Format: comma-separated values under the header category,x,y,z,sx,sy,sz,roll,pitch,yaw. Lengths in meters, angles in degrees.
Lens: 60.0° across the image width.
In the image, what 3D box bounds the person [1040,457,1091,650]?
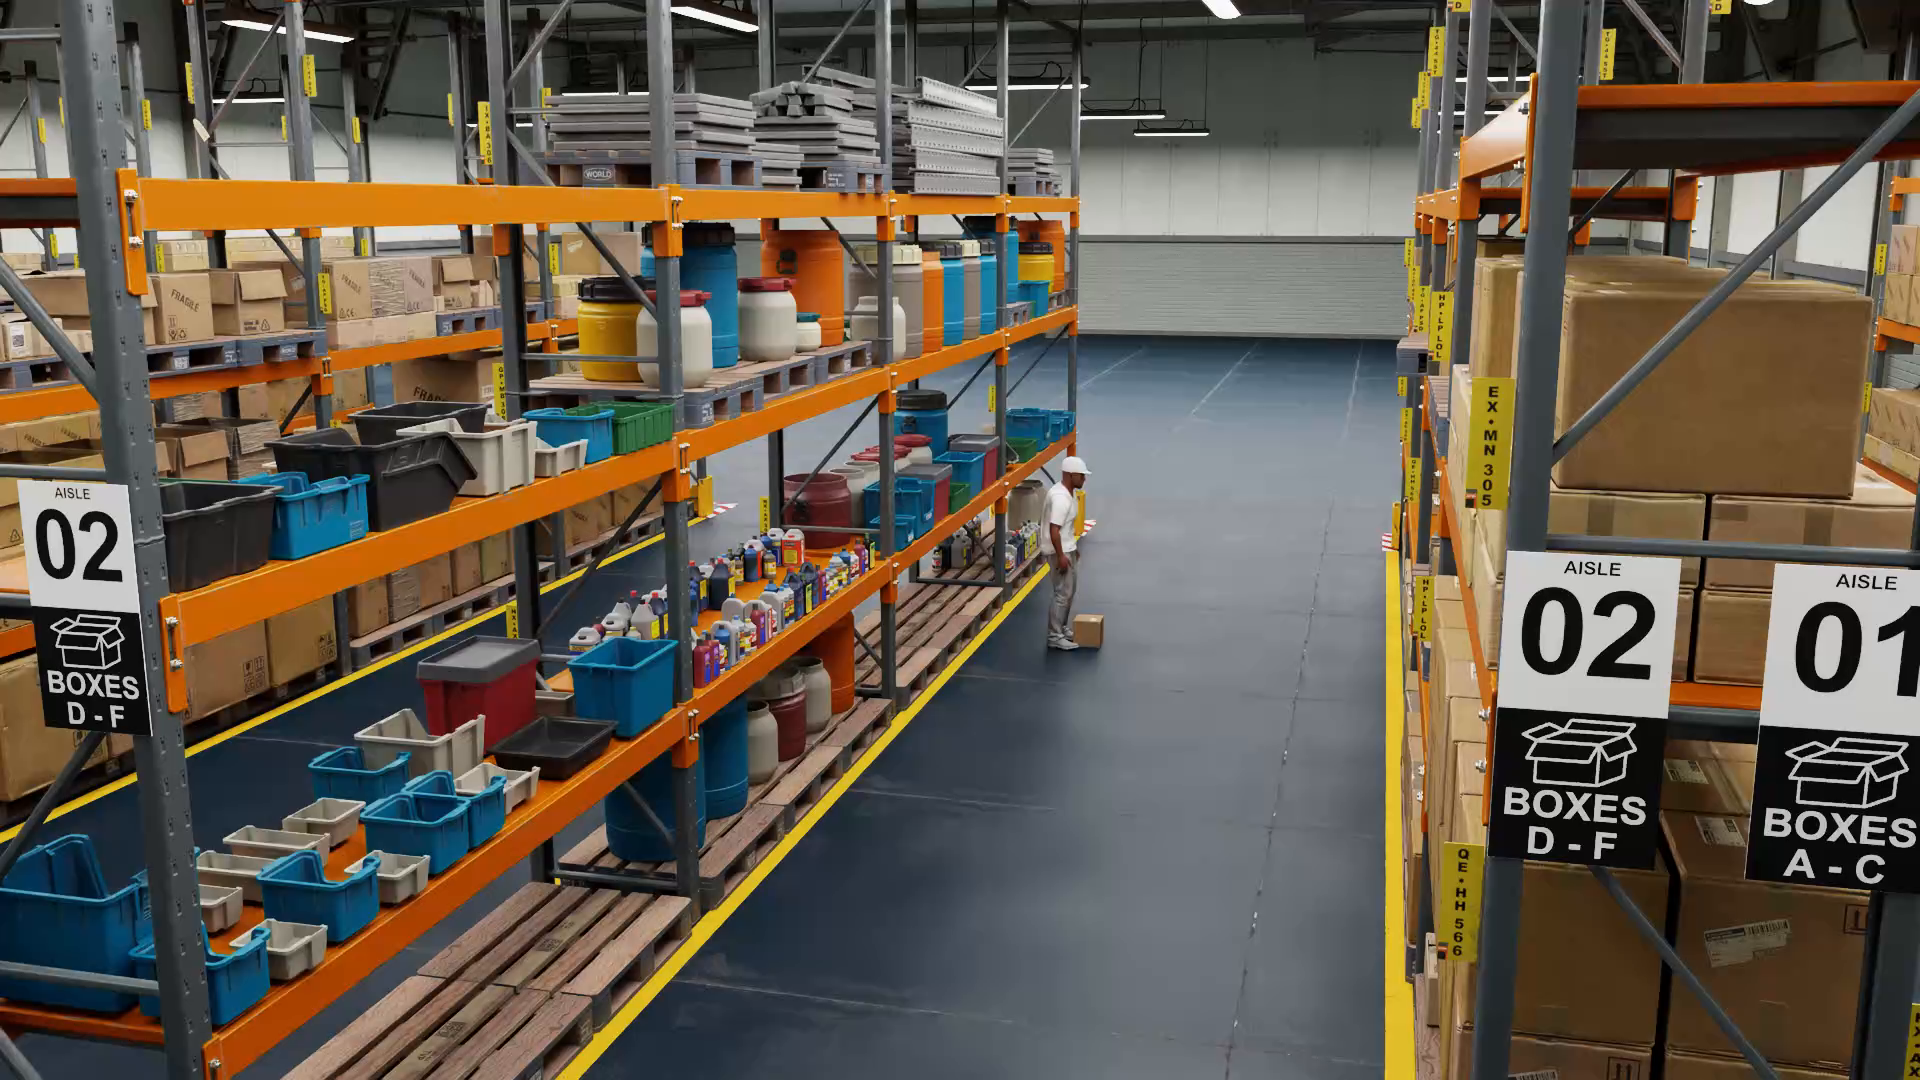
category,x,y,z,sx,sy,sz,roll,pitch,yaw
person,0.974,0.101,15.395,0.456,1.761,0.627,3,12,14
